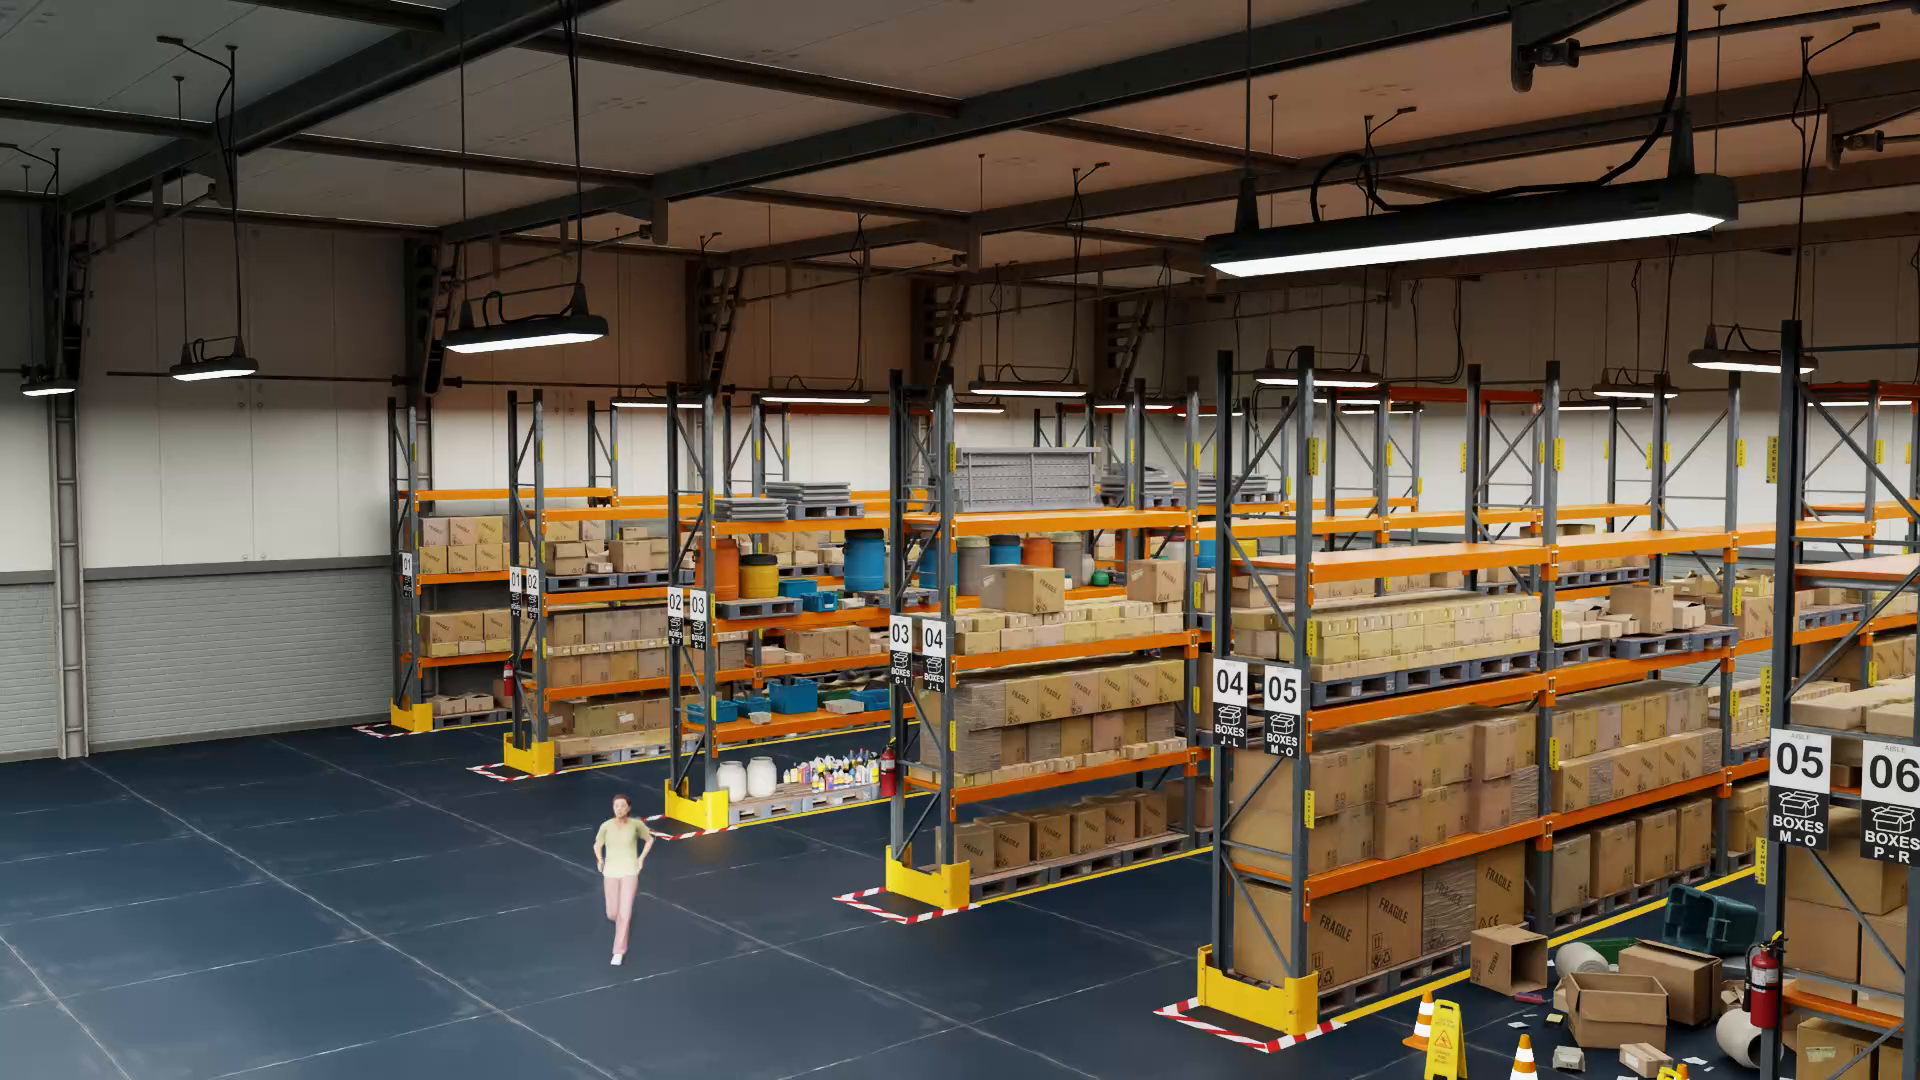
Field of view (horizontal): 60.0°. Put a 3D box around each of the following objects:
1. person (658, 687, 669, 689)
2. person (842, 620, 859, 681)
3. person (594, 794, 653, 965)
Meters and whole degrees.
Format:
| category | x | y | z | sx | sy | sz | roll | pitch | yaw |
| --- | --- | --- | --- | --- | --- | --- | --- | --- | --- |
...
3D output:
| category | x | y | z | sx | sy | sz | roll | pitch | yaw |
| --- | --- | --- | --- | --- | --- | --- | --- | --- | --- |
| person | -5.182 | 2.554 | 30.014 | 0.555 | 1.715 | 0.746 | -3 | 4 | -40 |
| person | -2.269 | 2.354 | 33.980 | 0.562 | 1.656 | 0.561 | -3 | 4 | -42 |
| person | -3.395 | 3.368 | 16.745 | 0.584 | 1.645 | 0.813 | 0 | 3 | -3 |
